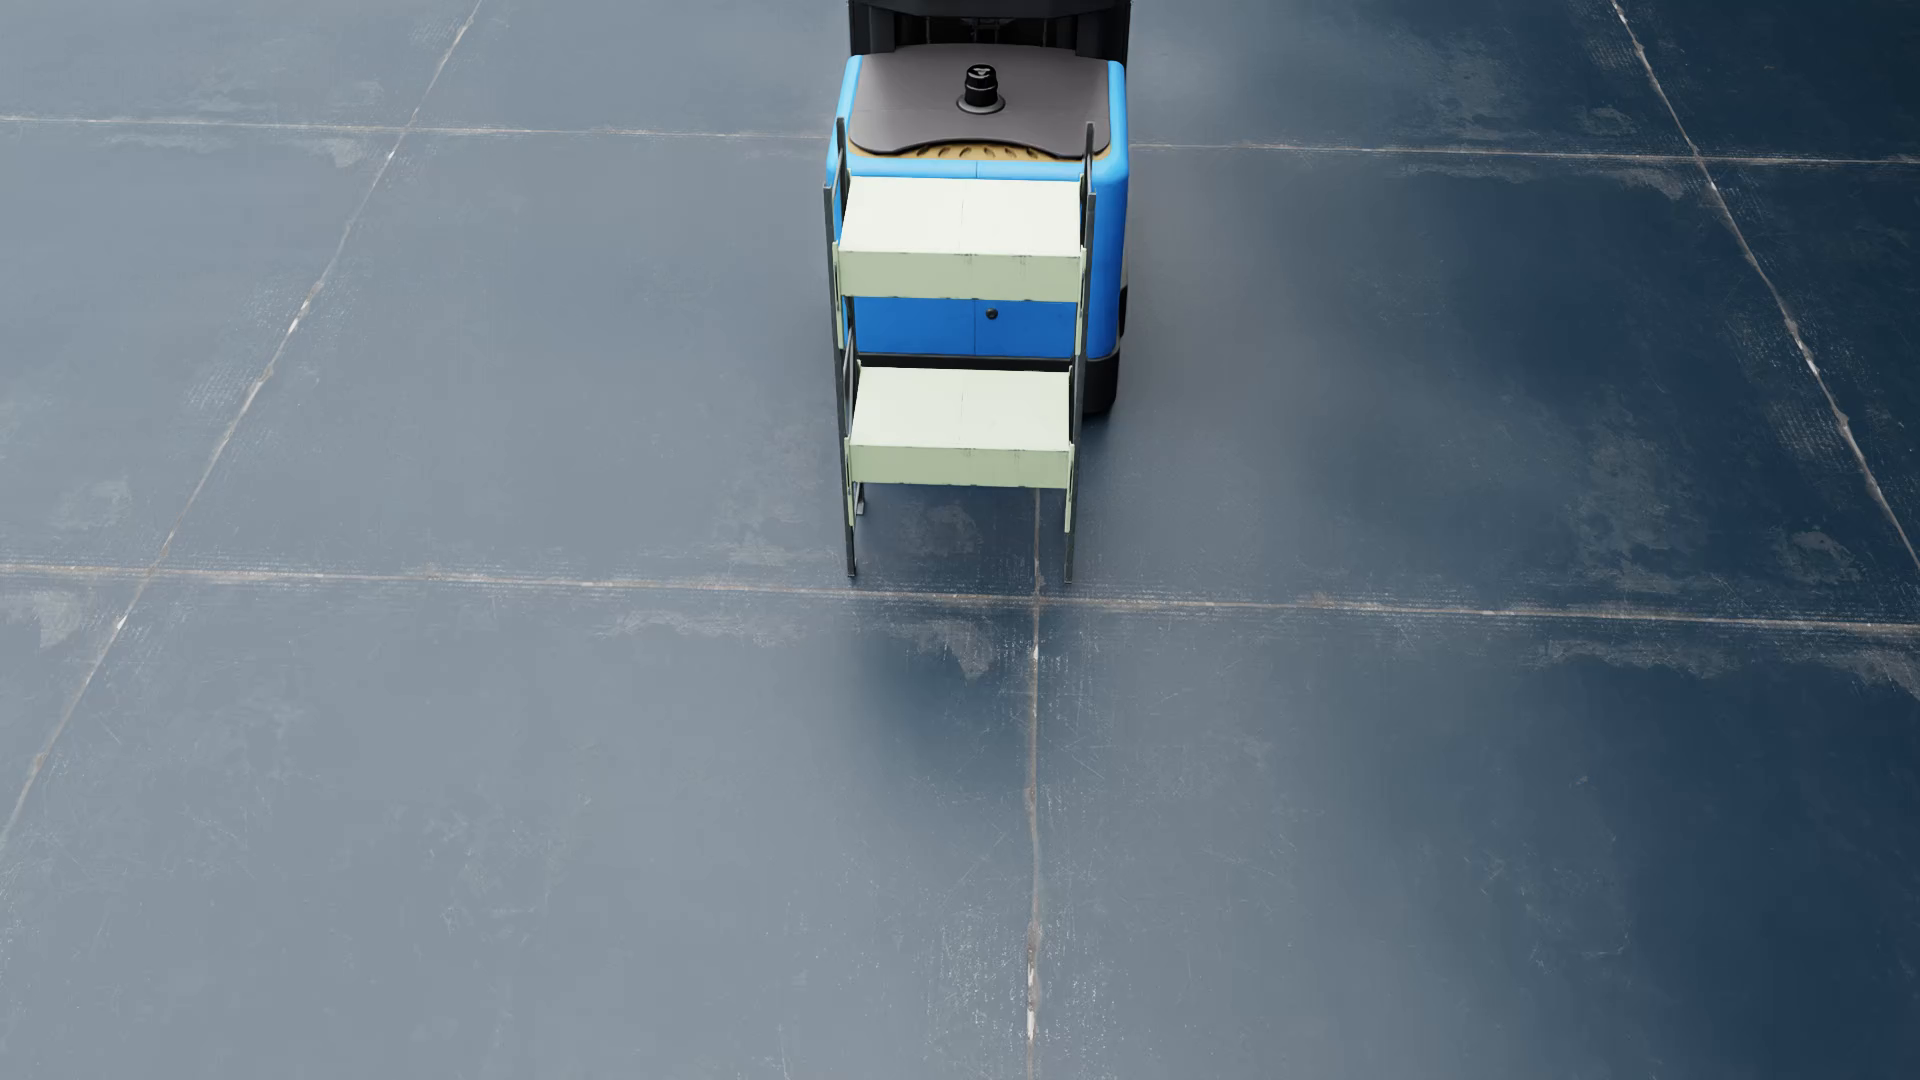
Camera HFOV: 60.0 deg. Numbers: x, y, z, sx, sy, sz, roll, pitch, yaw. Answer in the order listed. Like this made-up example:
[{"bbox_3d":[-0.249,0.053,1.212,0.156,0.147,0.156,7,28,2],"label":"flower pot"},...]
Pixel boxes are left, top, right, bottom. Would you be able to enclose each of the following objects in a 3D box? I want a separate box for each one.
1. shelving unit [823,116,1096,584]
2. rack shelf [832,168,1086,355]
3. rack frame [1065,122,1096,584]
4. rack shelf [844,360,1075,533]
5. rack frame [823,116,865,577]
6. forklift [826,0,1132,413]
[{"bbox_3d":[0.007,-0.549,5.239,0.755,1.500,0.431,2,43,2],"label":"shelving unit"},{"bbox_3d":[0.007,-0.834,4.973,0.720,0.370,0.431,2,43,2],"label":"rack shelf"},{"bbox_3d":[0.372,-0.537,5.227,0.023,1.500,0.400,2,43,2],"label":"rack frame"},{"bbox_3d":[0.007,-0.310,5.461,0.720,0.370,0.431,2,43,2],"label":"rack shelf"},{"bbox_3d":[-0.359,-0.560,5.251,0.023,1.500,0.400,2,43,2],"label":"rack frame"},{"bbox_3d":[0.126,-2.534,6.319,1.130,2.935,3.031,2,43,2],"label":"forklift"}]
